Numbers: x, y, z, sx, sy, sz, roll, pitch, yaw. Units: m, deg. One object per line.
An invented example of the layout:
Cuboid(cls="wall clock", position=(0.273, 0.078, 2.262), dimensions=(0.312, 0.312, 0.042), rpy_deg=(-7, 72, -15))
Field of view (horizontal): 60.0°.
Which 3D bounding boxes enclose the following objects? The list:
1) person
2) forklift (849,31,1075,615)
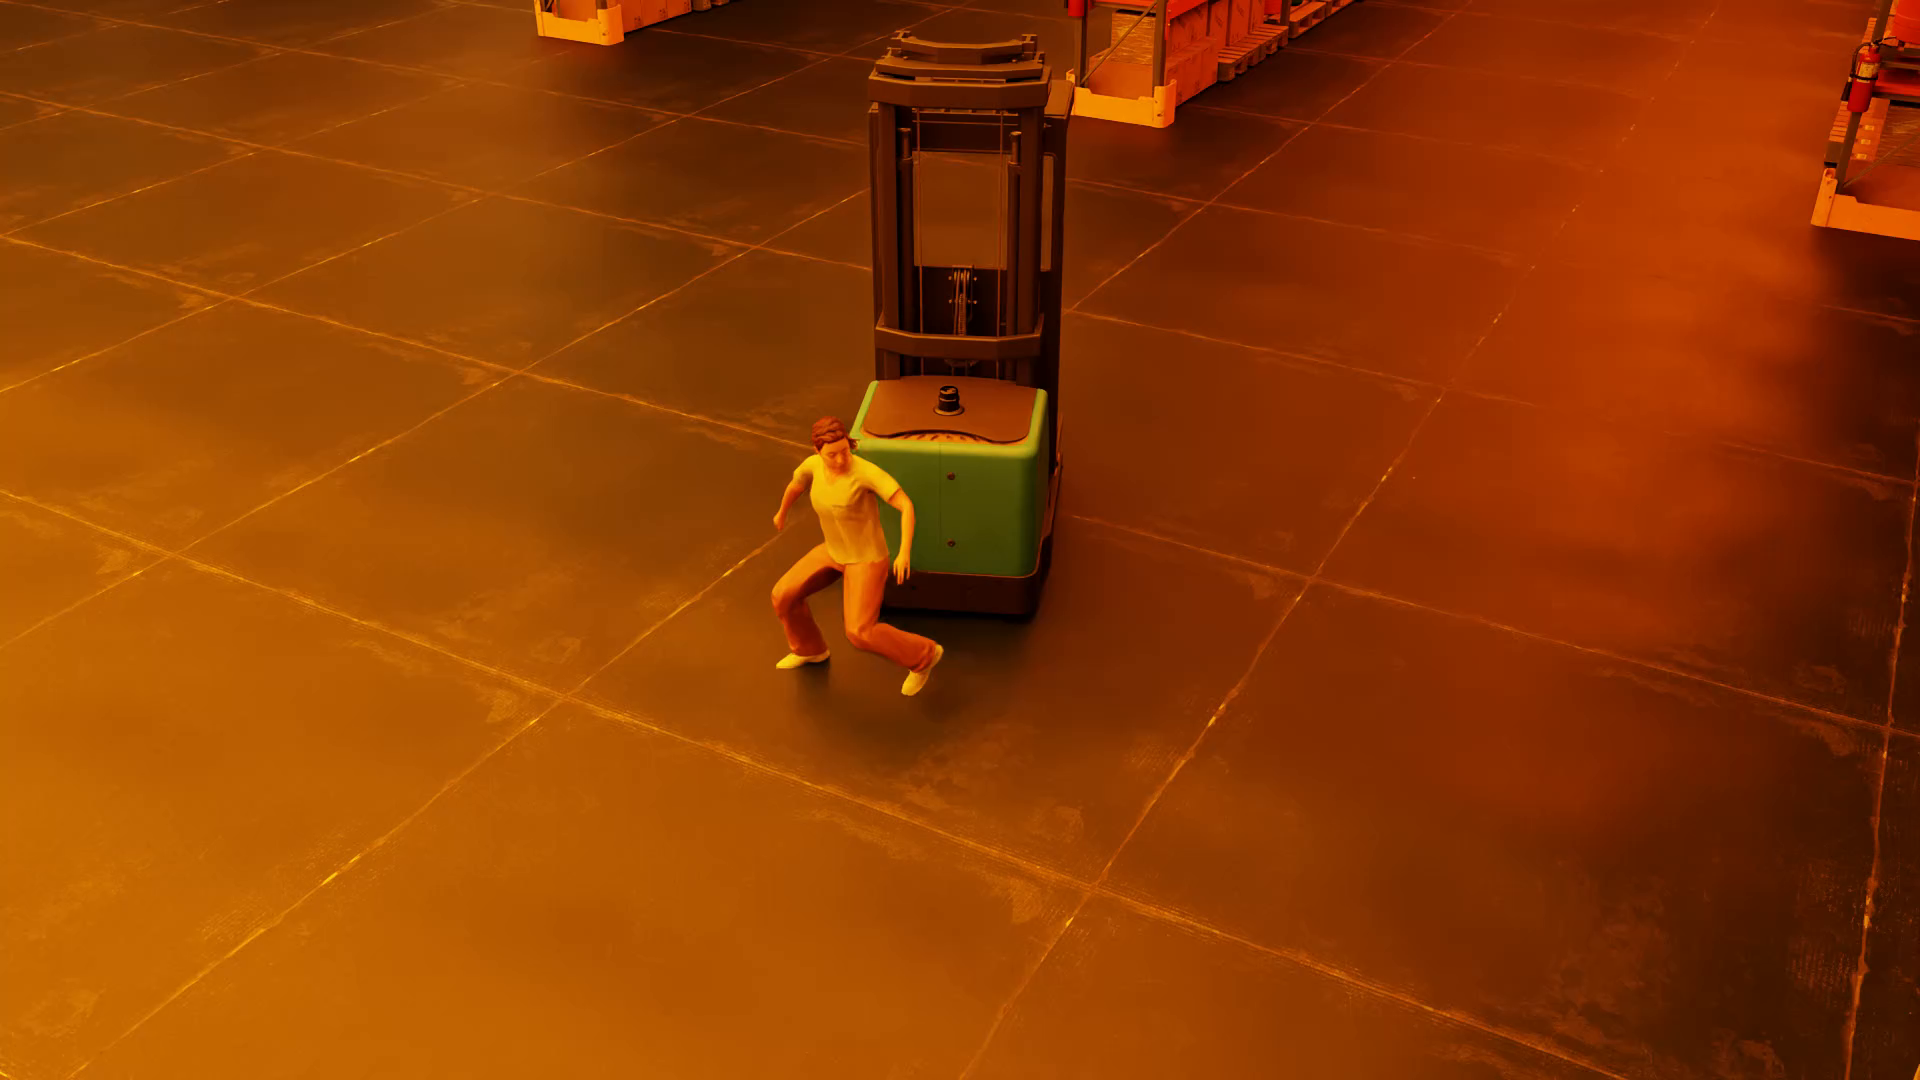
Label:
Cuboid(cls="person", position=(-0.611, 0.063, 8.416), dimensions=(1.039, 1.553, 0.501), rpy_deg=(24, 38, 35))
Cuboid(cls="forklift", position=(0.072, -1.572, 9.794), dimensions=(1.130, 2.935, 3.031), rpy_deg=(3, 30, 6))
